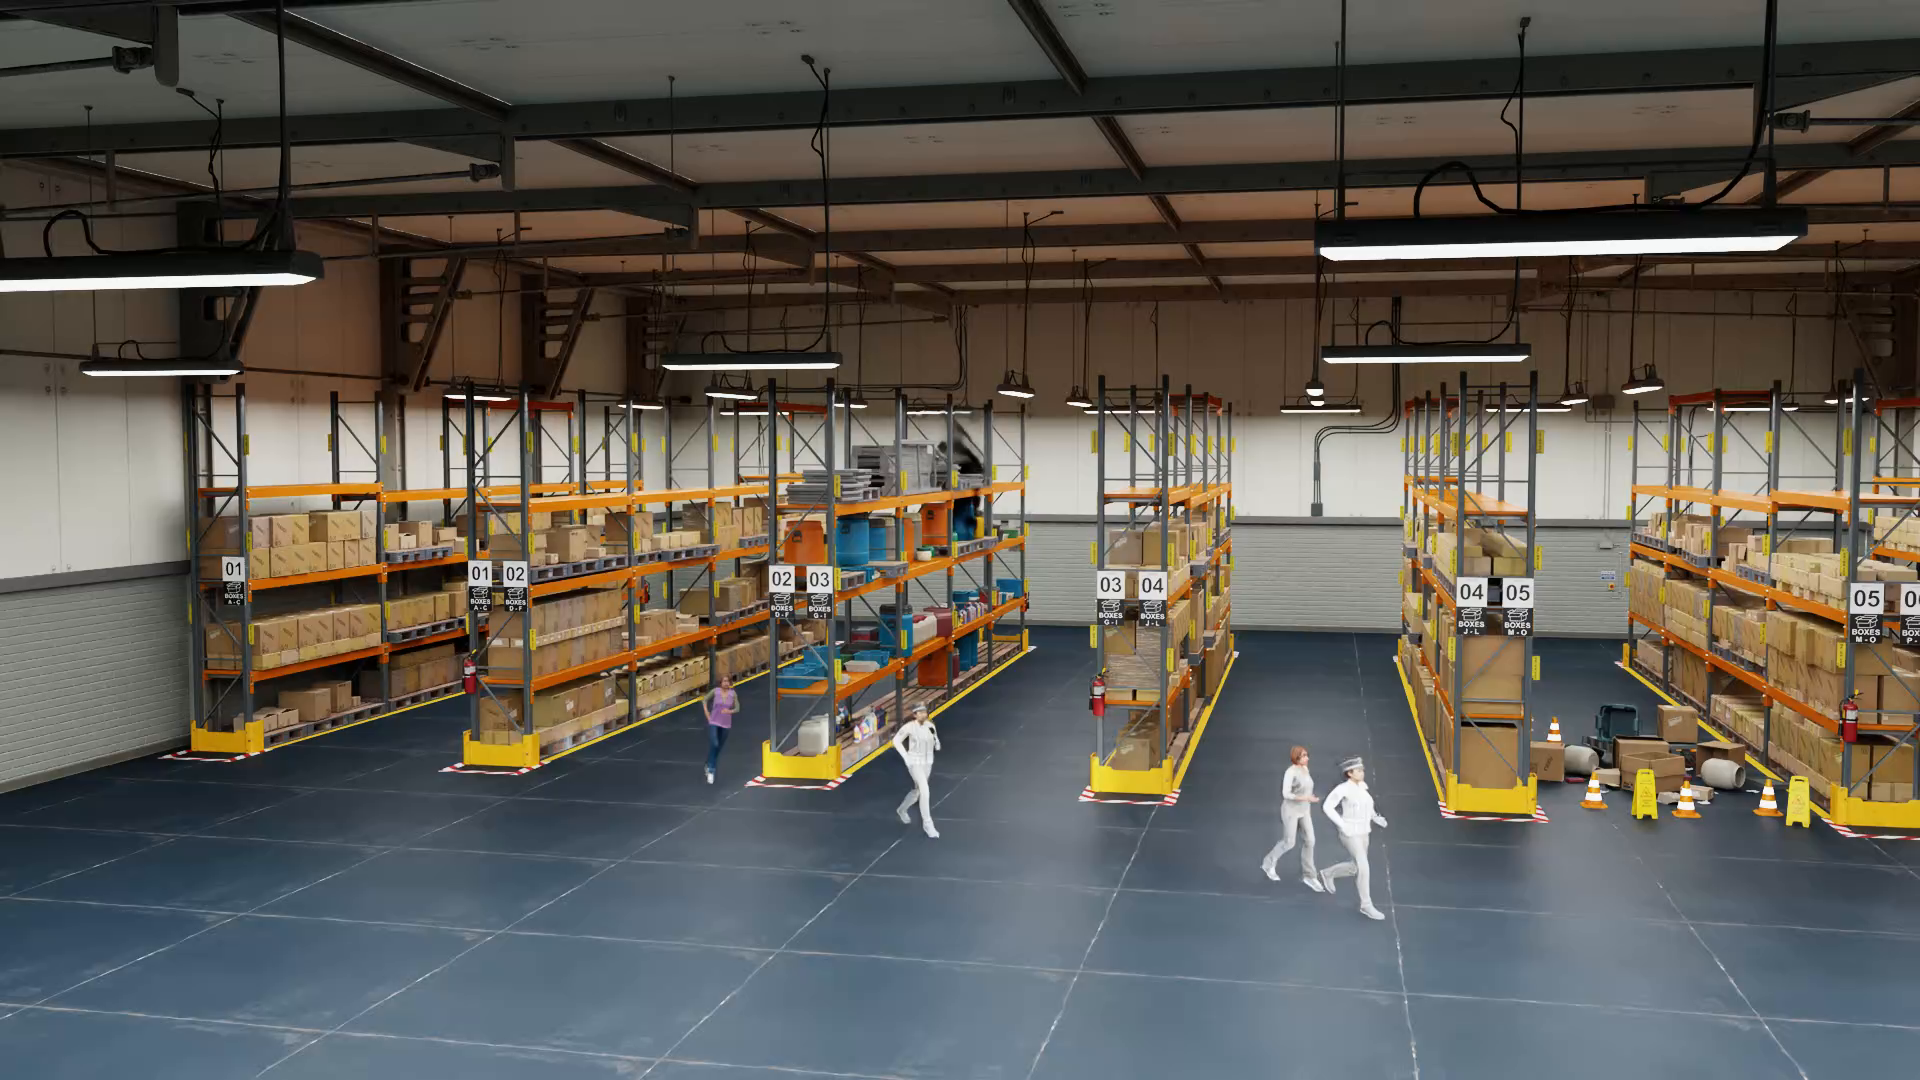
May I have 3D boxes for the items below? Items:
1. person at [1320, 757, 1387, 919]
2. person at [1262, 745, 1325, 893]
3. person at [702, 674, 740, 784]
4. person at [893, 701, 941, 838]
[{"bbox_3d":[4.190,3.154,17.826,0.618,1.696,0.843,-3,4,-42],"label":"person"},{"bbox_3d":[3.777,3.123,18.805,0.758,1.634,0.557,3,5,44],"label":"person"},{"bbox_3d":[-3.582,2.801,24.879,0.529,1.633,0.649,-1,4,-23],"label":"person"},{"bbox_3d":[-0.509,2.924,21.517,0.596,1.723,0.835,-3,4,-41],"label":"person"}]
